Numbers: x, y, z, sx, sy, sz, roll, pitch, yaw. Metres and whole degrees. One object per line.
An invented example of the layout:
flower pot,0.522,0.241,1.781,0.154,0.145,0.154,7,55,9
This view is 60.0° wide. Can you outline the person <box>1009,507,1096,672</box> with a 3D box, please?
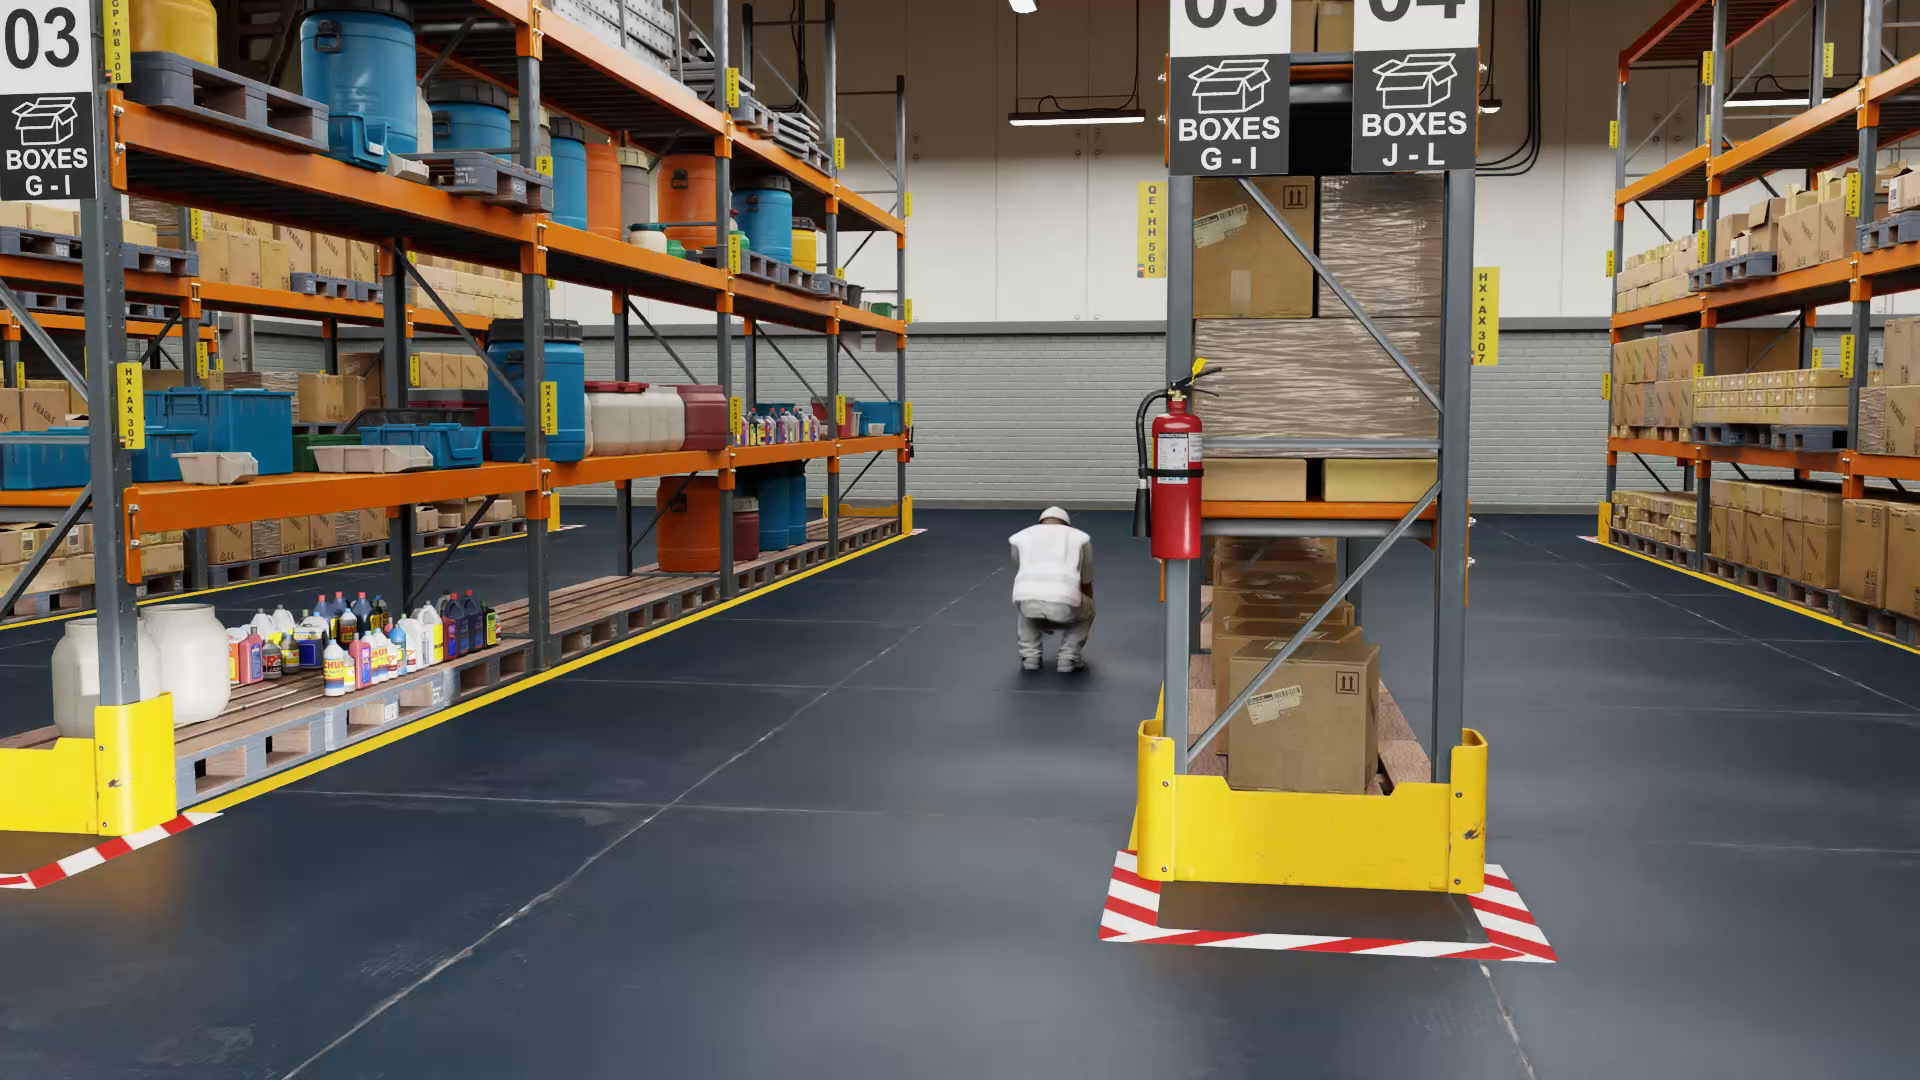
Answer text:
person,0.582,0.306,10.619,0.557,1.004,0.923,1,5,15
